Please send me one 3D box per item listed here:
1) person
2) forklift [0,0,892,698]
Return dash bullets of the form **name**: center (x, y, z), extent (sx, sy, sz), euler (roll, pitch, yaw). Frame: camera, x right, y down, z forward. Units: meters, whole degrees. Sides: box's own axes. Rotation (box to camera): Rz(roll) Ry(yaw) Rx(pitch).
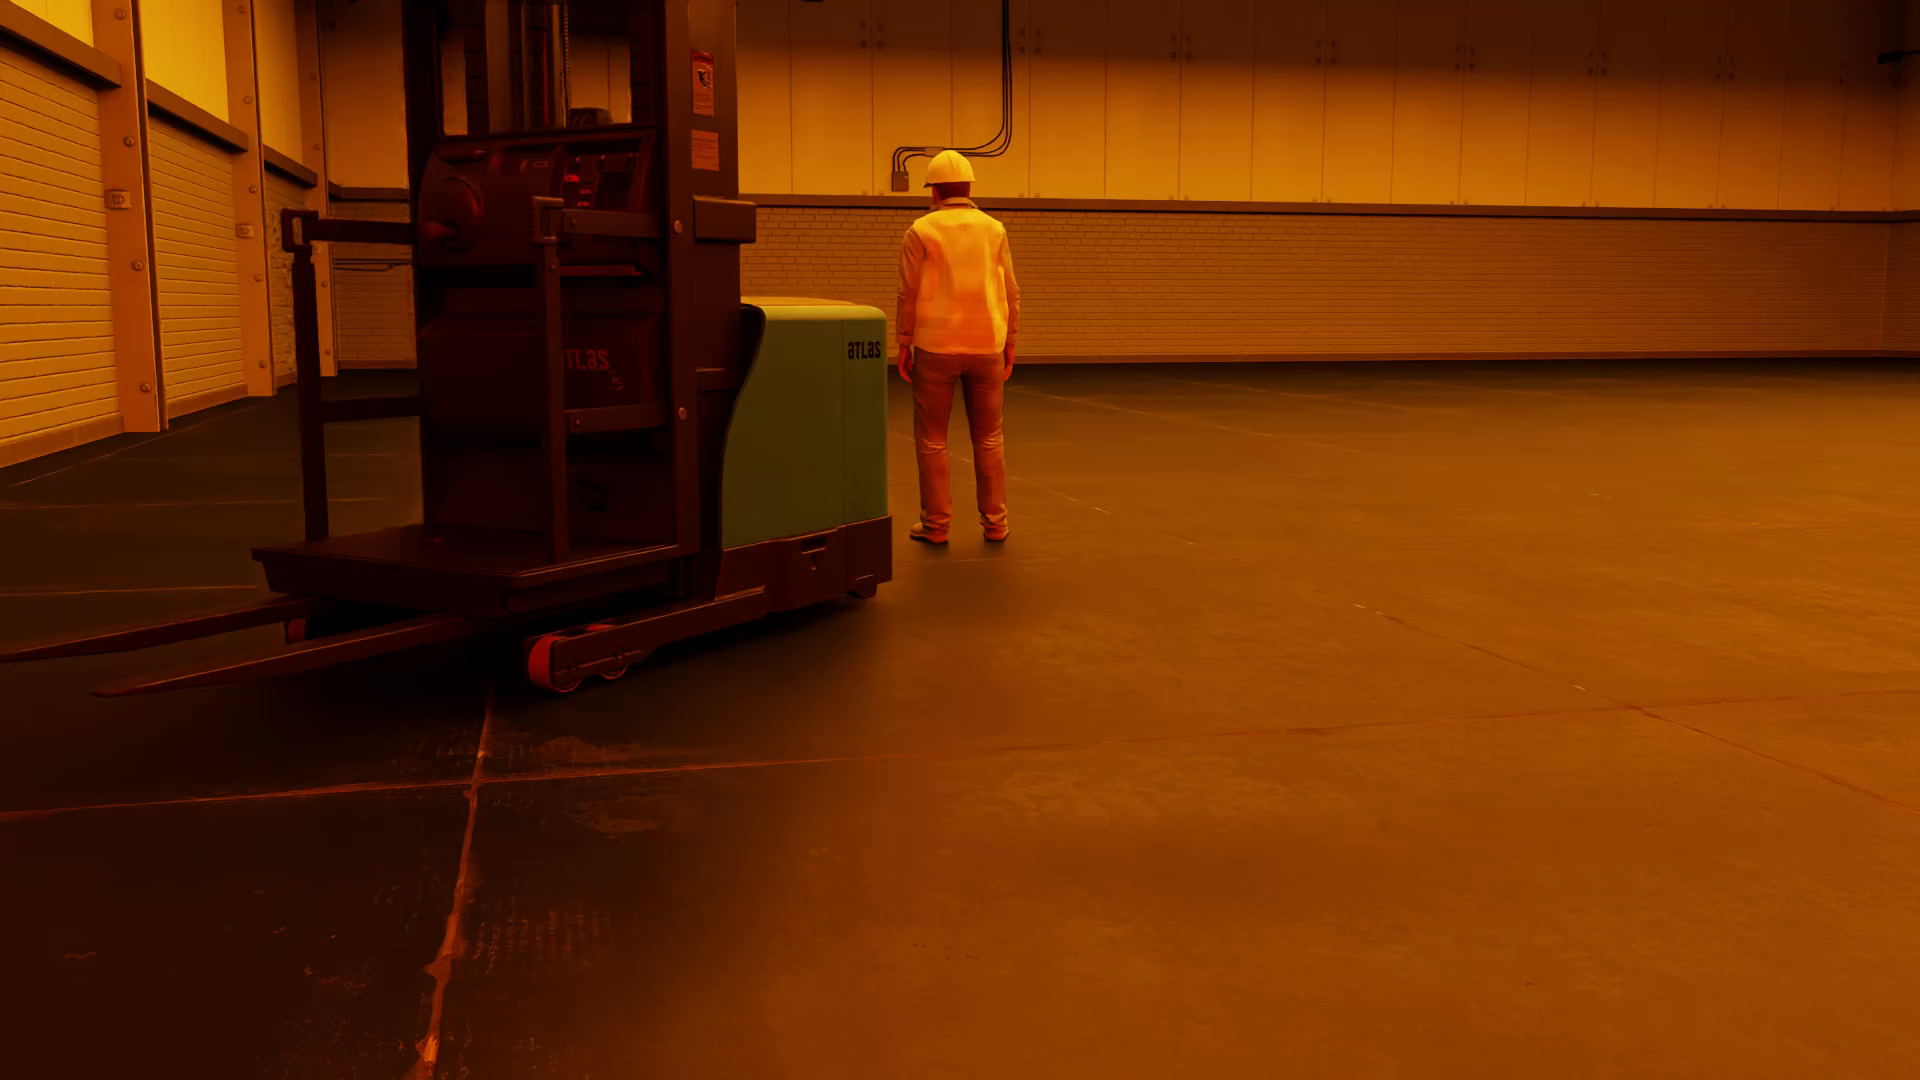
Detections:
- **person**: center (-0.015, -0.879, 7.605), extent (0.580, 1.770, 0.463), euler (-2, 8, -15)
- **forklift**: center (-1.420, -1.094, 4.955), extent (1.130, 2.935, 3.031), euler (5, 9, 29)
